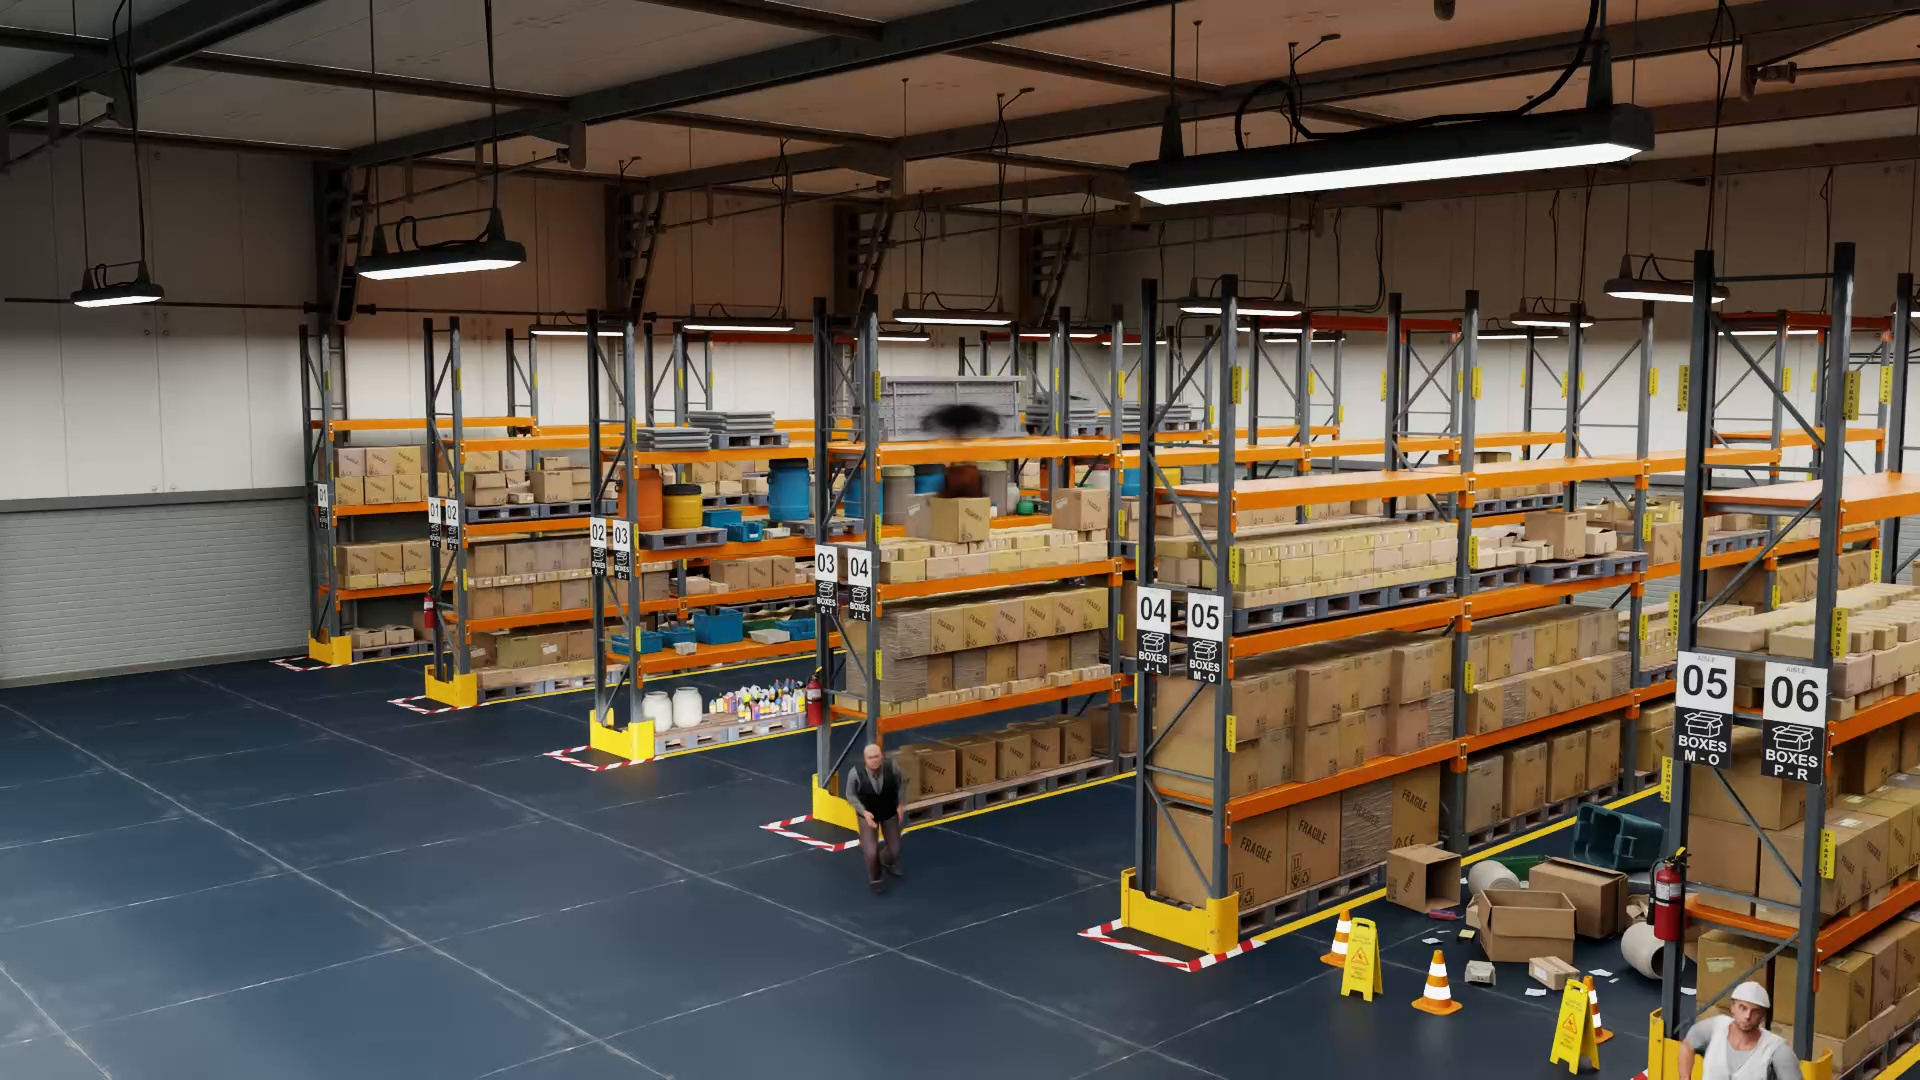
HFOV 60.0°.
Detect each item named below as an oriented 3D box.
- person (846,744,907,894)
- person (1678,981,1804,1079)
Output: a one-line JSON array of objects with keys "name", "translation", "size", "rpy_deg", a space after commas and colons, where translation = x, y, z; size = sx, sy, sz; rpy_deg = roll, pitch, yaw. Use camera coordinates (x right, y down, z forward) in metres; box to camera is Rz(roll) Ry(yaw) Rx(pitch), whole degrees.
[{"name": "person", "translation": [-0.832, 2.725, 16.471], "size": [0.622, 1.569, 0.854], "rpy_deg": [-1, 6, -10]}, {"name": "person", "translation": [4.460, 3.351, 9.558], "size": [0.701, 1.714, 0.538], "rpy_deg": [4, 7, 33]}]
